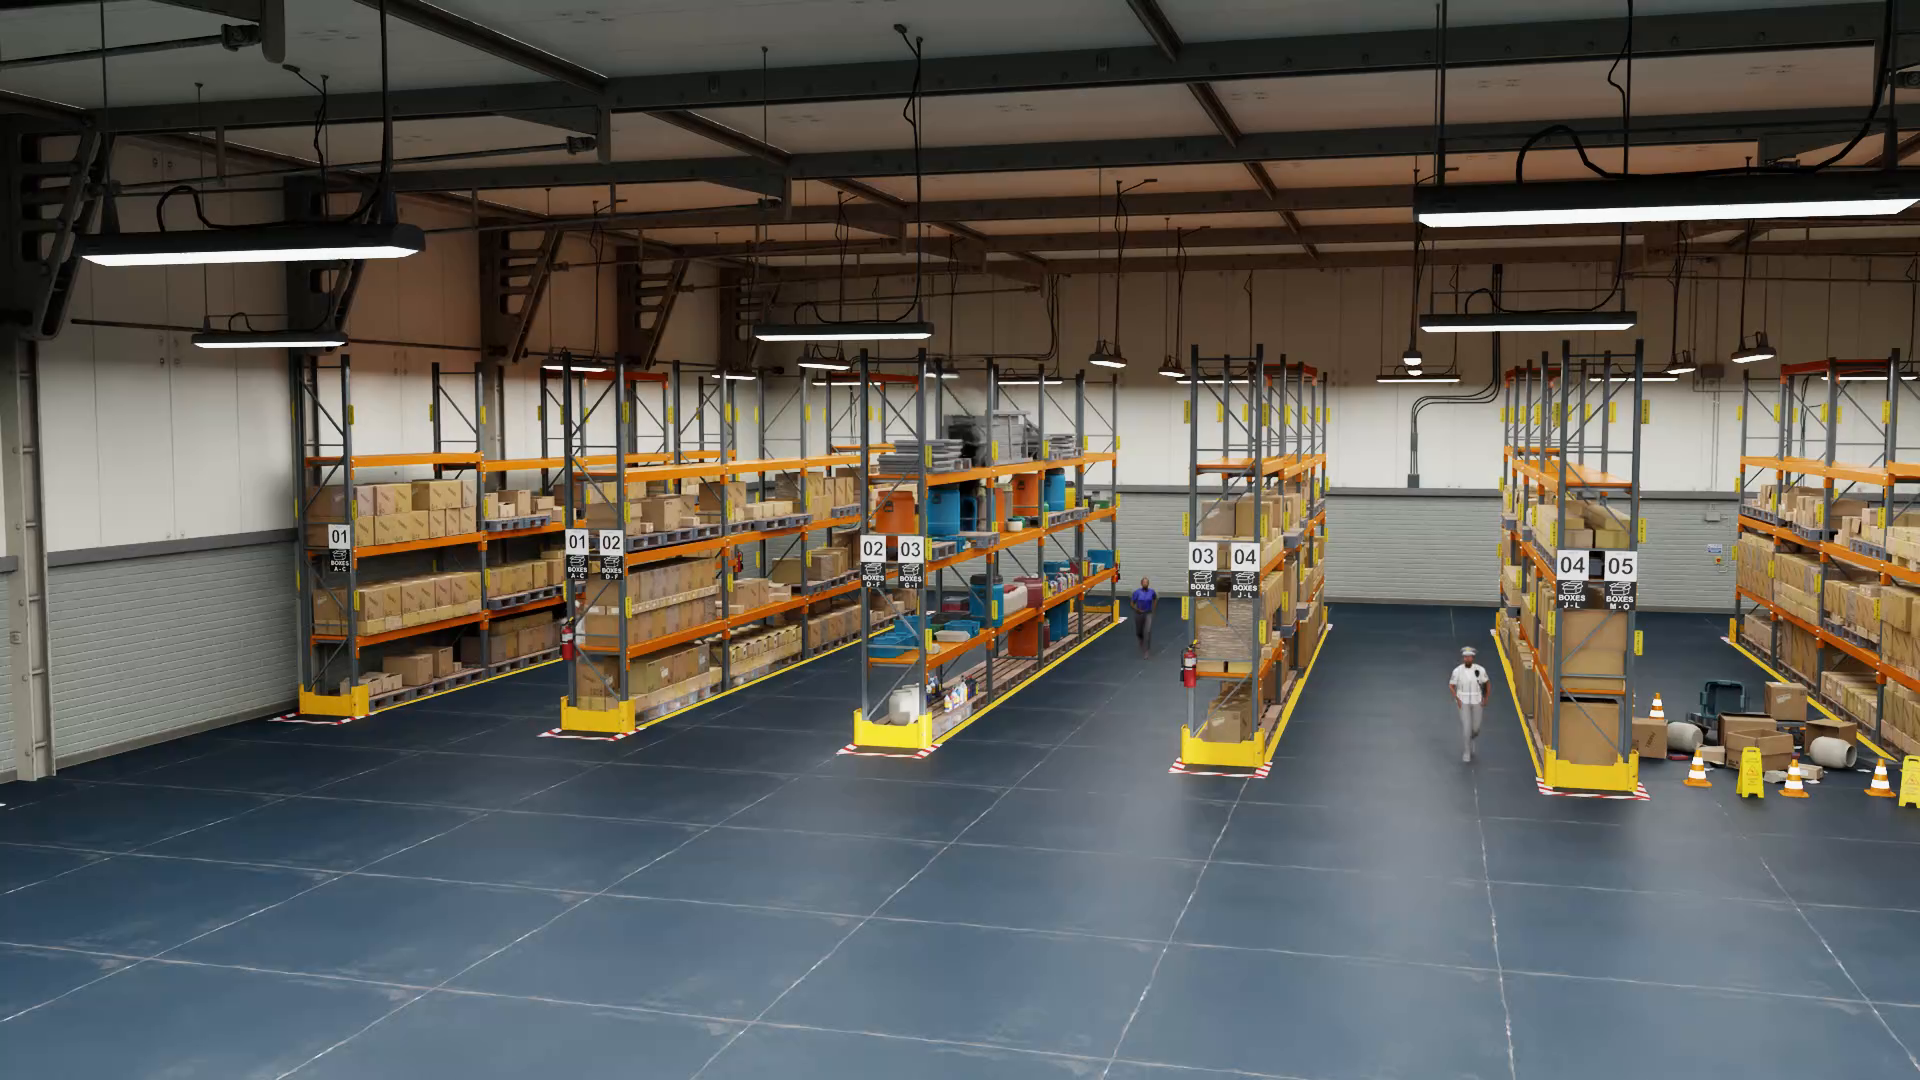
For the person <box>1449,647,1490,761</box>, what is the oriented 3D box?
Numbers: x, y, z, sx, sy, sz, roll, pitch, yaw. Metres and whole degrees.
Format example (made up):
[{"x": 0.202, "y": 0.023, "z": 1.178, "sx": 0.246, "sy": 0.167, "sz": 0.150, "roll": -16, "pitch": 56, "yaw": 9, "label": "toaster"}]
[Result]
[{"x": 7.397, "y": 2.372, "z": 24.139, "sx": 0.582, "sy": 1.668, "sz": 0.511, "roll": 1, "pitch": 4, "yaw": 14, "label": "person"}]

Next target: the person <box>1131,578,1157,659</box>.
[{"x": 3.825, "y": 1.604, "z": 34.636, "sx": 0.546, "sy": 1.658, "sz": 1.084, "roll": 1, "pitch": 4, "yaw": 8, "label": "person"}]

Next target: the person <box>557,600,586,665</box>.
[{"x": -6.734, "y": 1.948, "z": 29.068, "sx": 0.638, "sy": 1.835, "sz": 0.777, "roll": 1, "pitch": 4, "yaw": 18, "label": "person"}]
